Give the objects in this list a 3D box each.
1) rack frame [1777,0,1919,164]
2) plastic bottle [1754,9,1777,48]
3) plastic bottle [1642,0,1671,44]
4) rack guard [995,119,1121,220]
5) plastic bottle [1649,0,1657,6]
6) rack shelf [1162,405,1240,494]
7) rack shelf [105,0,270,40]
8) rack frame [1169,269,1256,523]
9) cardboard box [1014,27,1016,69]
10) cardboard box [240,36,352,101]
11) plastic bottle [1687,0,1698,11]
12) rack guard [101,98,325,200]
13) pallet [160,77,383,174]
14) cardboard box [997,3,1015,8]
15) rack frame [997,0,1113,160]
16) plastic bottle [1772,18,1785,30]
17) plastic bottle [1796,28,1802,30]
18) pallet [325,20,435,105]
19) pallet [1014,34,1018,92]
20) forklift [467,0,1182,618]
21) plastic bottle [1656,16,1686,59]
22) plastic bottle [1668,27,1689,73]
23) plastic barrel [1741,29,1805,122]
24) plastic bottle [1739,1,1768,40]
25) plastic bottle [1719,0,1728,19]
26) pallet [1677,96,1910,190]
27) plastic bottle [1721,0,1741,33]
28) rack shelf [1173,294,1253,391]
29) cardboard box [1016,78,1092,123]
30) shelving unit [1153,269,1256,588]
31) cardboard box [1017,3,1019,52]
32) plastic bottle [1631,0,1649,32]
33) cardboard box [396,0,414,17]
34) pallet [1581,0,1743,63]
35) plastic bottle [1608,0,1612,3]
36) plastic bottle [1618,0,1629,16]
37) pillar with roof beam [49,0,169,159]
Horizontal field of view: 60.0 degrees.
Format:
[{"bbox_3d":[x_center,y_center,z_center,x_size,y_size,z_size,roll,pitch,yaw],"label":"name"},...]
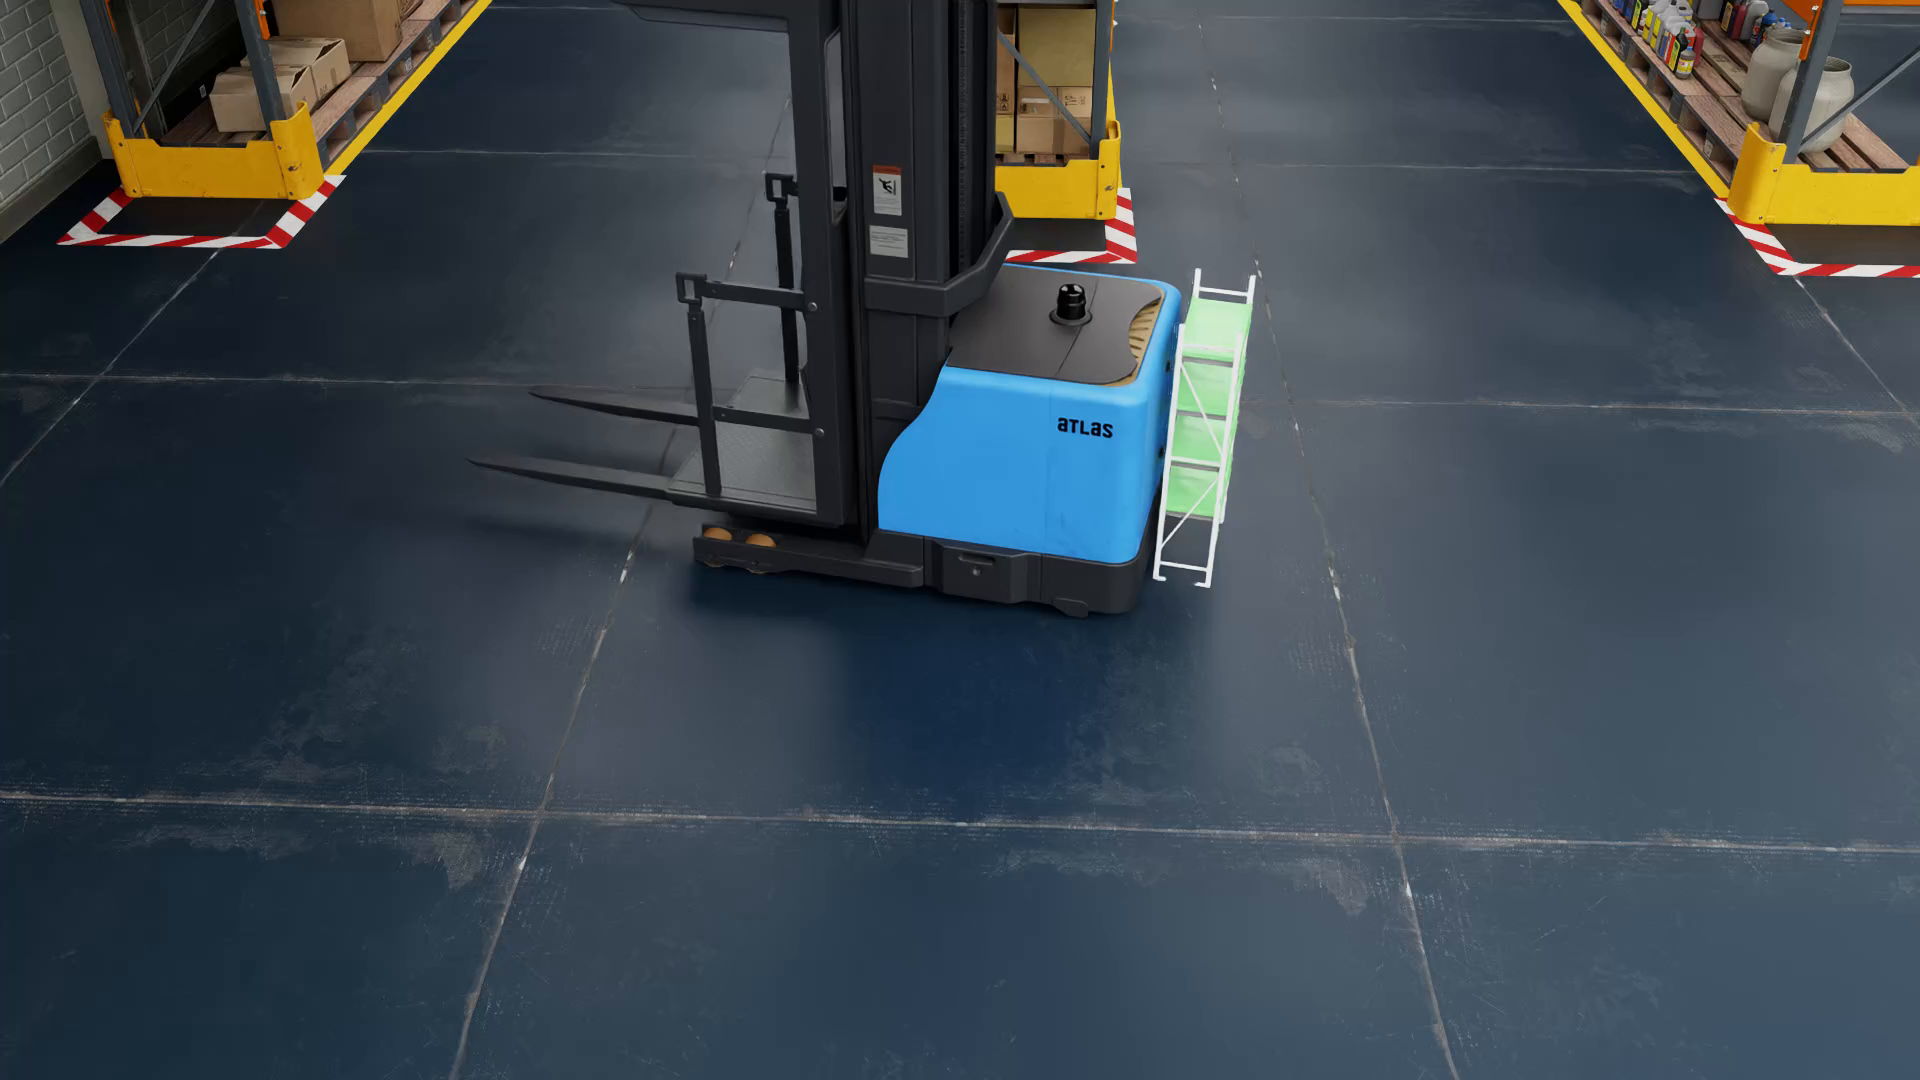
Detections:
[{"bbox_3d":[5.312,-3.158,9.134,1.000,3.000,0.127,1,35,2],"label":"rack frame"},{"bbox_3d":[5.722,-3.627,11.792,0.097,0.271,0.097,0,35,0],"label":"plastic bottle"},{"bbox_3d":[5.000,-3.745,11.891,0.144,0.351,0.185,1,35,2],"label":"plastic bottle"},{"bbox_3d":[0.361,-2.238,9.999,1.175,0.500,0.348,1,35,2],"label":"rack guard"},{"bbox_3d":[5.049,-3.871,12.140,0.097,0.271,0.097,0,35,0],"label":"plastic bottle"},{"bbox_3d":[0.999,-0.396,6.877,0.258,0.148,0.480,9,36,11],"label":"rack shelf"},{"bbox_3d":[-4.507,-4.241,11.301,1.077,0.370,4.000,1,35,2],"label":"rack shelf"},{"bbox_3d":[1.058,-0.585,7.034,0.240,1.200,0.015,9,36,11],"label":"rack frame"},{"bbox_3d":[0.137,-3.498,11.645,0.500,0.250,0.500,1,35,2],"label":"cardboard box"},{"bbox_3d":[-4.447,-3.189,11.135,0.500,0.311,0.500,4,35,6],"label":"cardboard box"},{"bbox_3d":[5.590,-4.179,12.508,0.144,0.351,0.185,1,35,2],"label":"plastic bottle"},{"bbox_3d":[-4.584,-2.407,10.241,1.175,0.500,0.348,1,35,2],"label":"rack guard"},{"bbox_3d":[-4.517,-2.755,10.987,1.003,0.211,1.213,1,35,2],"label":"pallet"},{"bbox_3d":[0.112,-3.518,11.020,0.500,0.500,0.500,1,35,2],"label":"cardboard box"},{"bbox_3d":[0.362,-3.274,9.300,1.000,3.000,0.127,1,35,2],"label":"rack frame"},{"bbox_3d":[5.714,-3.510,11.626,0.097,0.271,0.097,0,35,0],"label":"plastic bottle"},{"bbox_3d":[5.723,-3.390,11.445,0.061,0.283,0.133,2,35,3],"label":"plastic bottle"},{"bbox_3d":[-4.465,-3.454,11.981,1.003,0.211,1.213,1,35,2],"label":"pallet"},{"bbox_3d":[0.403,-3.273,11.723,1.003,0.211,1.213,1,35,2],"label":"pallet"},{"bbox_3d":[-0.641,-1.340,6.608,3.031,2.935,1.130,9,36,12],"label":"forklift"},{"bbox_3d":[4.990,-3.512,11.625,0.152,0.276,0.135,0,35,1],"label":"plastic bottle"},{"bbox_3d":[4.934,-3.359,11.401,0.061,0.283,0.133,2,35,3],"label":"plastic bottle"},{"bbox_3d":[5.282,-2.979,10.679,0.421,0.512,0.421,0,35,0],"label":"plastic barrel"},{"bbox_3d":[5.703,-3.756,11.971,0.152,0.276,0.135,2,35,3],"label":"plastic bottle"},{"bbox_3d":[5.727,-4.065,12.346,0.144,0.351,0.185,0,35,0],"label":"plastic bottle"},{"bbox_3d":[5.306,-2.528,10.664,1.003,0.211,1.213,1,35,2],"label":"pallet"},{"bbox_3d":[5.610,-3.839,12.084,0.061,0.283,0.133,1,35,2],"label":"plastic bottle"},{"bbox_3d":[1.007,-0.788,6.600,0.258,0.148,0.480,9,36,11],"label":"rack shelf"},{"bbox_3d":[0.623,-2.911,10.810,0.500,0.250,0.500,1,35,2],"label":"cardboard box"},{"bbox_3d":[1.000,-0.449,6.841,0.258,1.200,0.503,9,36,11],"label":"shelving unit"},{"bbox_3d":[0.632,-3.506,11.003,0.500,0.500,0.500,1,35,2],"label":"cardboard box"},{"bbox_3d":[4.969,-3.868,12.124,0.061,0.283,0.133,3,35,4],"label":"plastic bottle"},{"bbox_3d":[-4.429,-4.245,12.472,0.500,0.500,0.500,-1,35,-2],"label":"cardboard box"},{"bbox_3d":[5.404,-3.930,12.658,1.003,0.211,1.213,1,35,2],"label":"pallet"},{"bbox_3d":[5.013,-4.201,12.670,0.097,0.201,0.097,0,35,0],"label":"plastic bottle"},{"bbox_3d":[5.025,-4.098,12.393,0.144,0.351,0.185,2,35,3],"label":"plastic bottle"},{"bbox_3d":[-1.122,-6.164,8.194,9.100,9.000,0.400,1,35,2],"label":"pillar with roof beam"}]
